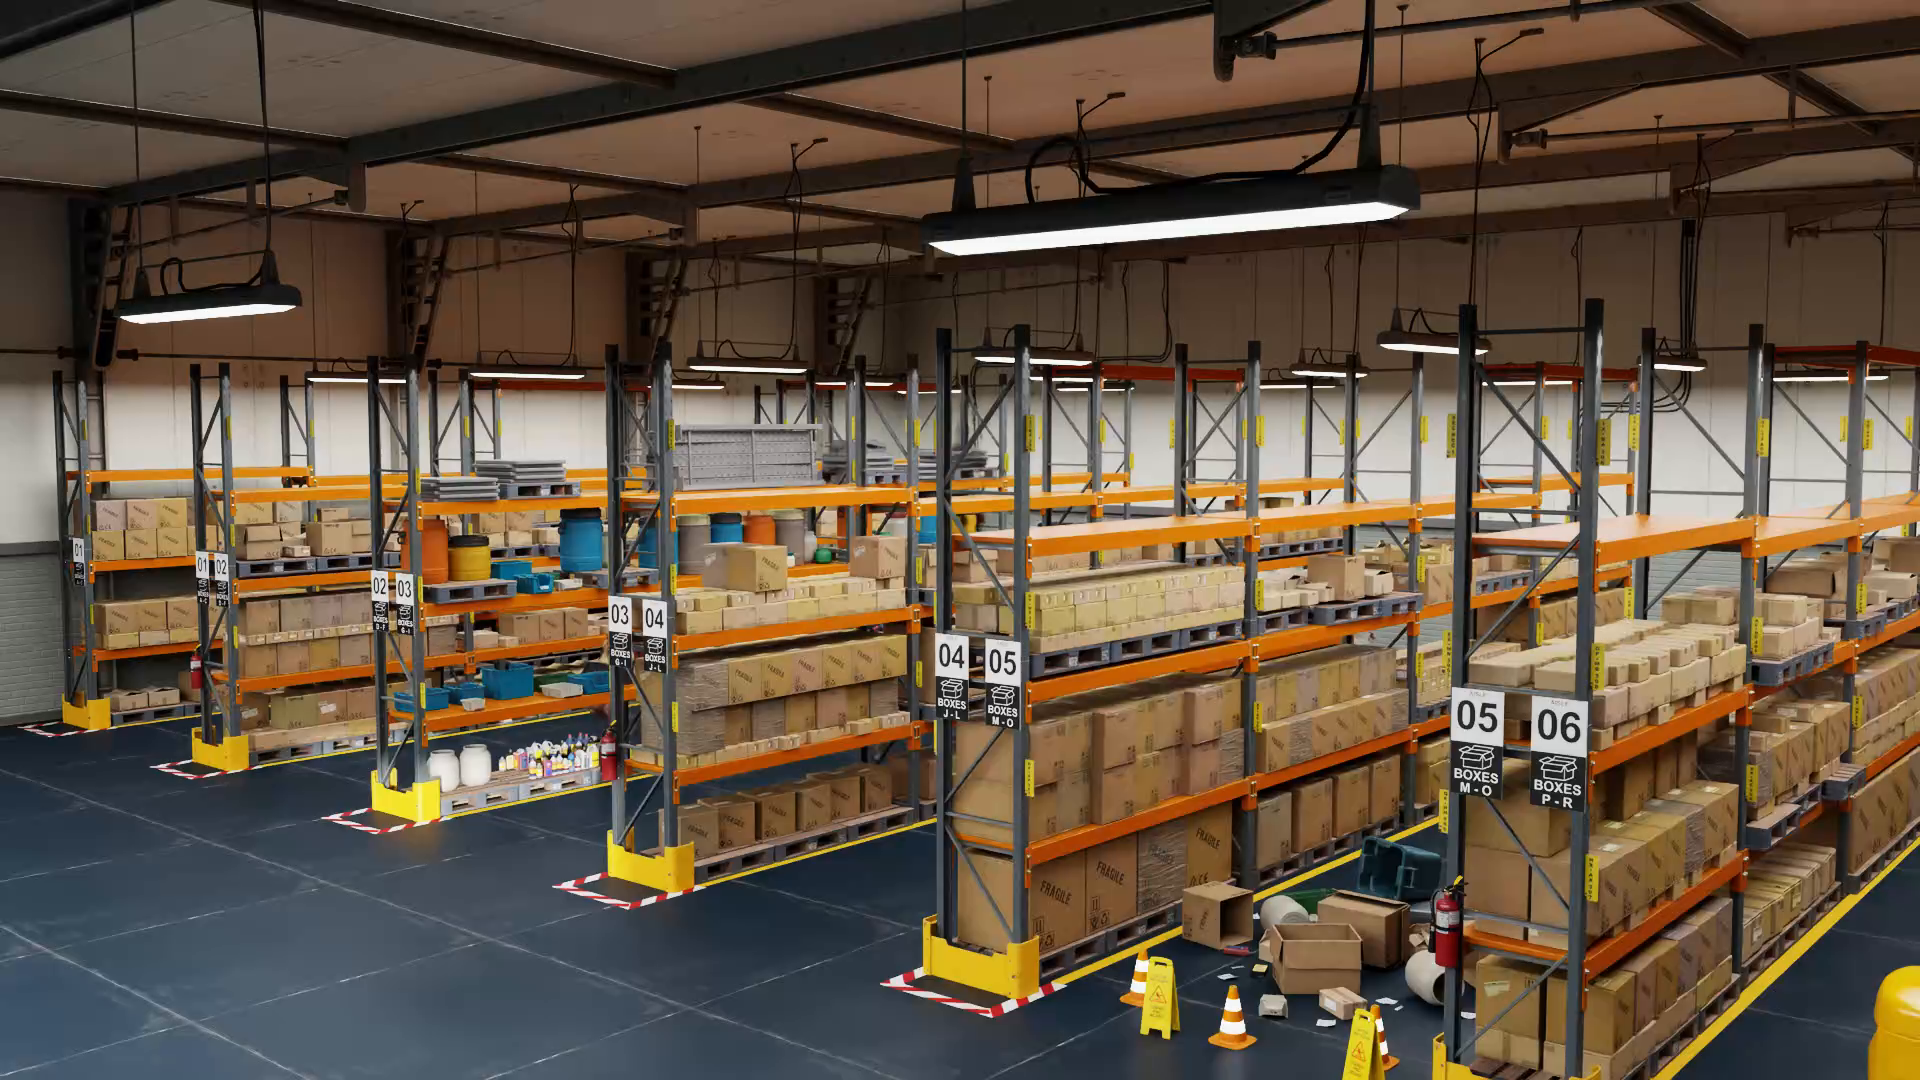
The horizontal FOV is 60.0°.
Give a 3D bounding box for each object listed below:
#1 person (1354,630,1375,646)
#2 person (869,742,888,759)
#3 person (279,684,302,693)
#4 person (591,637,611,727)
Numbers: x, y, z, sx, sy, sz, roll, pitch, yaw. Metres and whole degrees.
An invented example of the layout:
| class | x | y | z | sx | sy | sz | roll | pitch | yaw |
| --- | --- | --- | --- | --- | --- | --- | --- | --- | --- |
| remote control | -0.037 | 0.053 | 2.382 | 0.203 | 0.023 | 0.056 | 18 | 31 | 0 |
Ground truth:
| class | x | y | z | sx | sy | sz | roll | pitch | yaw |
| --- | --- | --- | --- | --- | --- | --- | --- | --- | --- |
| person | 7.559 | 2.056 | 31.480 | 0.606 | 1.718 | 0.887 | -3 | 5 | -34 |
| person | -1.304 | 2.499 | 25.201 | 0.650 | 1.682 | 0.602 | 2 | 5 | 25 |
| person | -11.045 | 2.330 | 27.560 | 0.597 | 1.747 | 0.700 | 2 | 5 | 30 |
| person | -5.717 | 2.393 | 27.051 | 0.624 | 1.638 | 0.514 | 3 | 5 | 33 |
